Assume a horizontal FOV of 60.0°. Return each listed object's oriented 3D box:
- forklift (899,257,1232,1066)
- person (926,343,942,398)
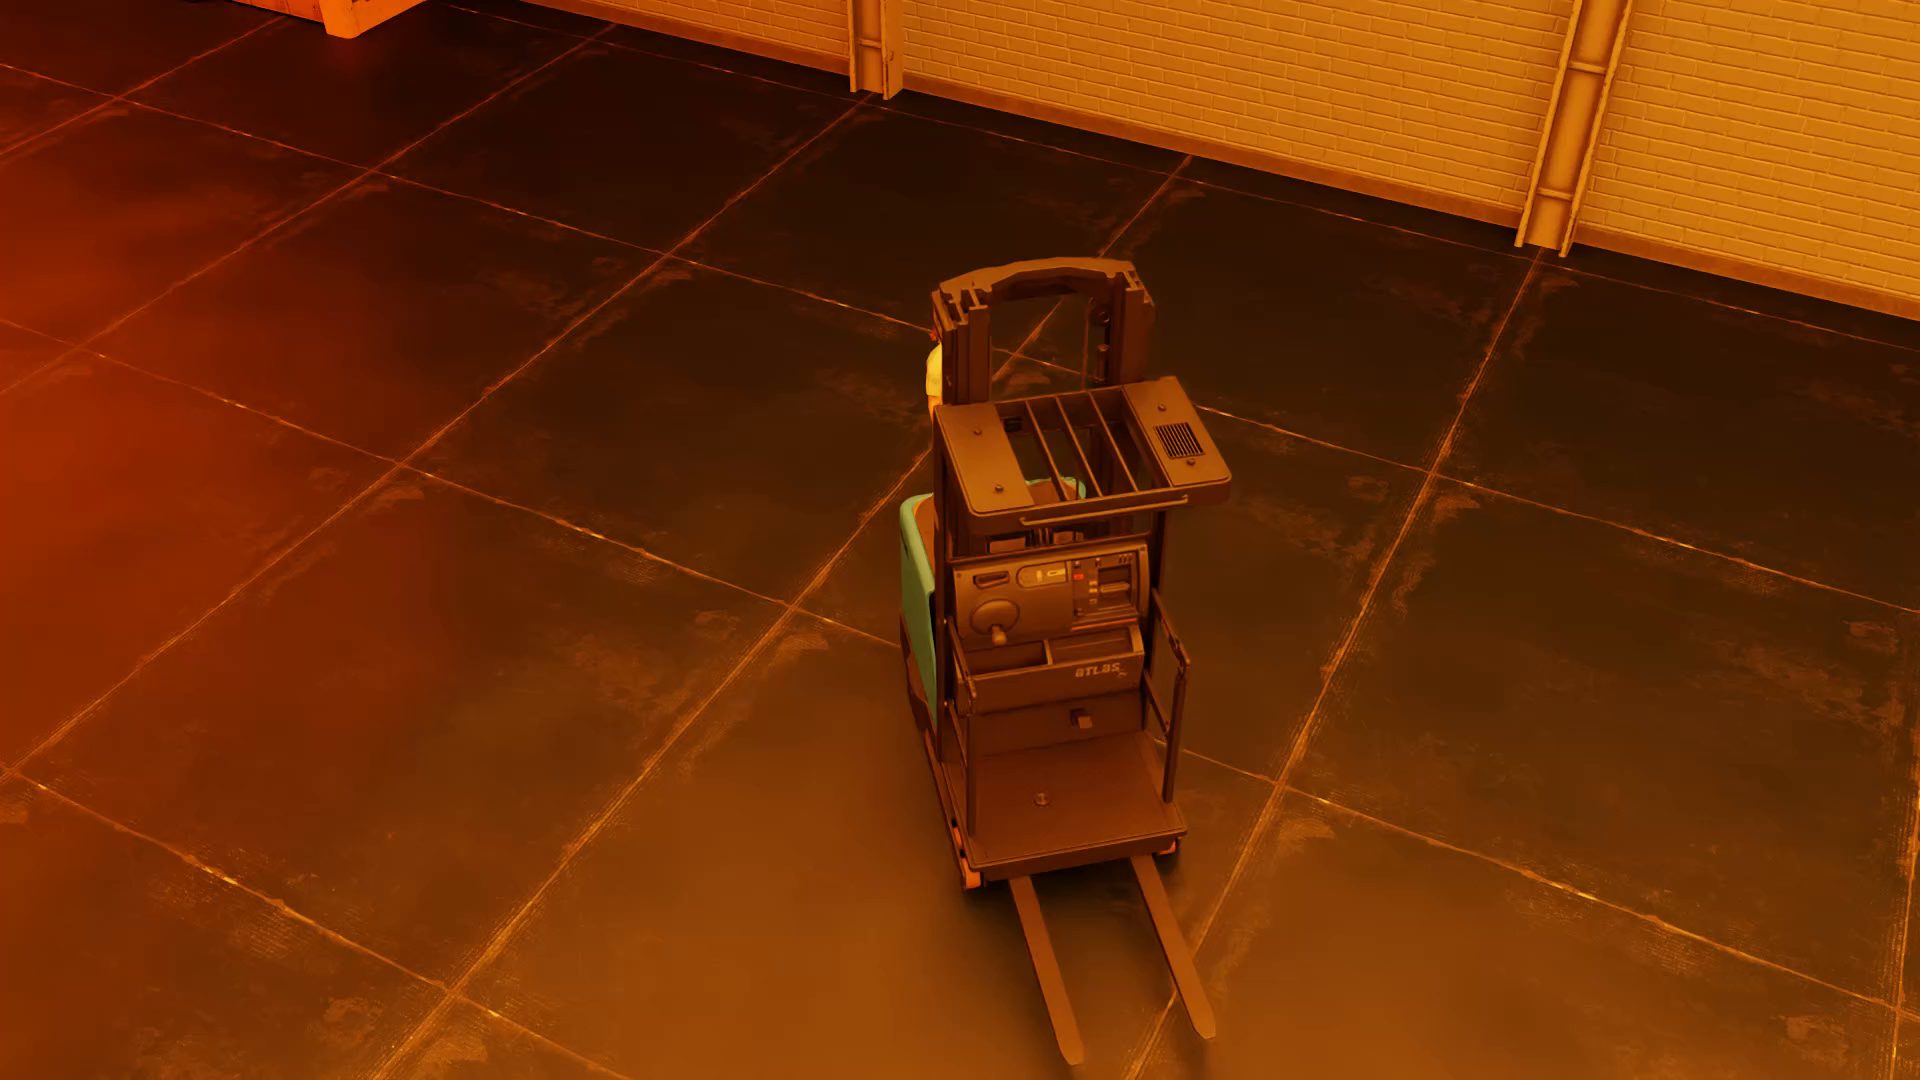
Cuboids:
[{"bbox_3d":[0.478,0.331,7.593,1.130,2.935,3.031,-8,41,-9],"label":"forklift"},{"bbox_3d":[0.023,-0.563,9.759,0.392,1.362,0.516,18,43,21],"label":"person"}]
